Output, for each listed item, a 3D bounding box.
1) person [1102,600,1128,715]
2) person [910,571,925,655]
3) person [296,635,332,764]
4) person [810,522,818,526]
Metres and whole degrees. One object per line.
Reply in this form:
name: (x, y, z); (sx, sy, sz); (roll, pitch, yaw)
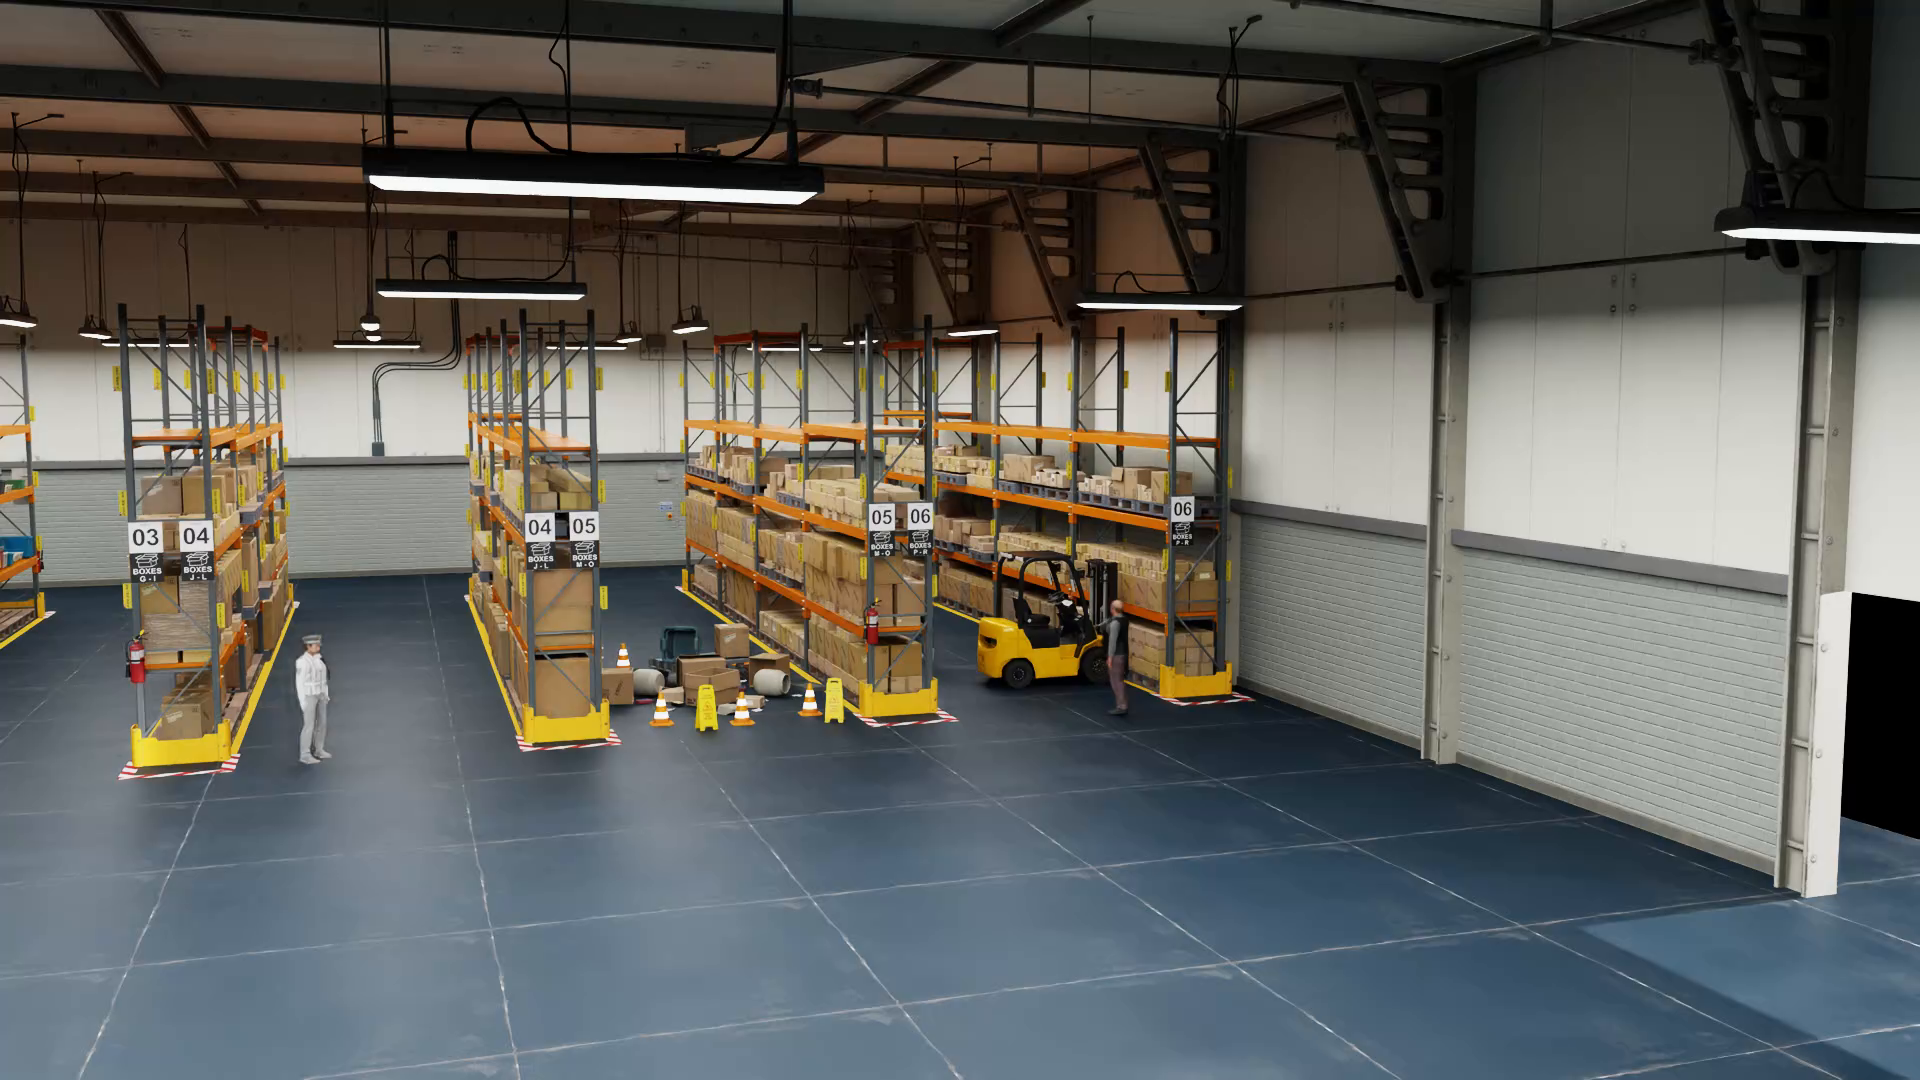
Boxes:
person: (2.348, 1.771, 25.123); (0.398, 1.738, 0.590); (1, 5, 7)
person: (-0.808, 1.352, 30.418); (0.465, 1.568, 0.915); (-1, 6, -14)
person: (-8.572, 2.100, 22.089); (0.378, 1.688, 0.542); (1, 6, 14)
person: (-3.499, 0.376, 39.610); (0.597, 1.787, 0.440); (3, 6, 26)
